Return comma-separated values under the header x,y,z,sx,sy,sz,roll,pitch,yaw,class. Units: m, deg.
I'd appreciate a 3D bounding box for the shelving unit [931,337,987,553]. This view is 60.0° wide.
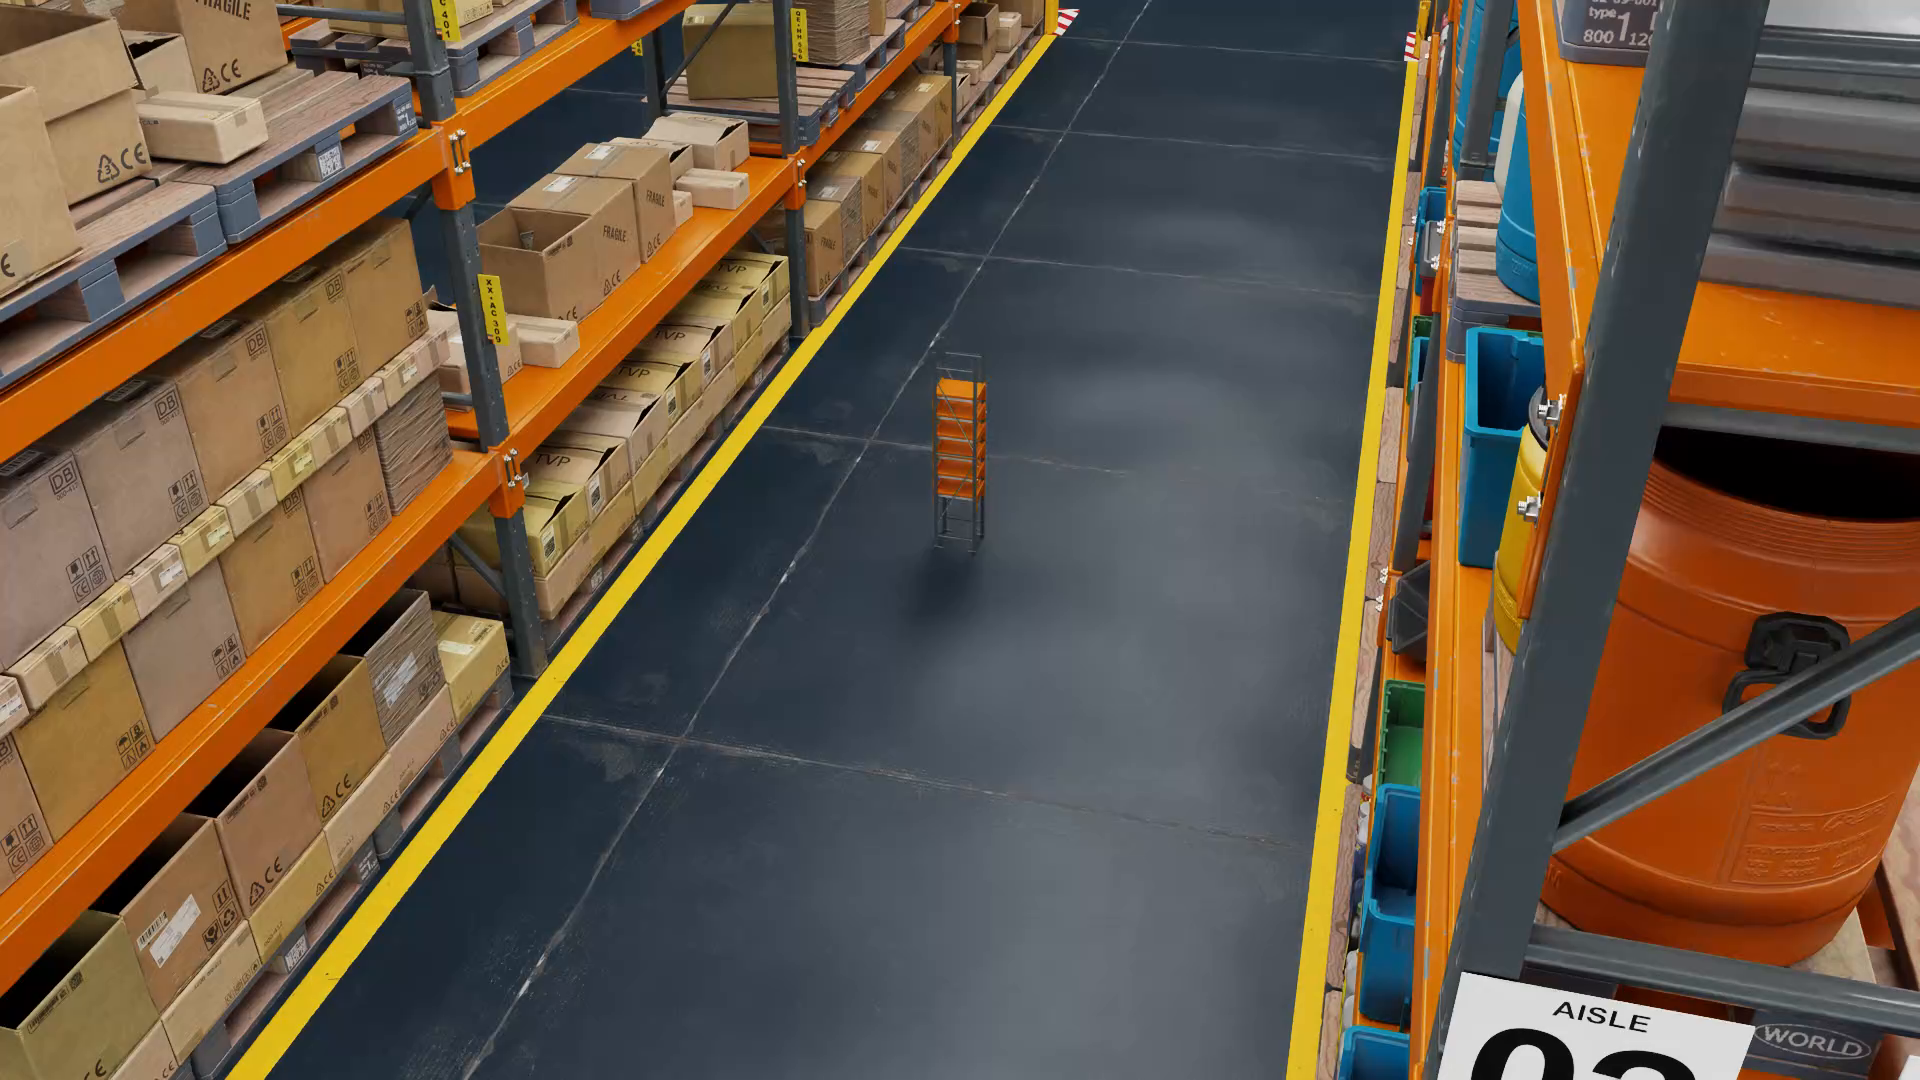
x,y,z,sx,sy,sz,roll,pitch,yaw,class
-0.004,-0.499,8.986,0.258,1.200,0.189,8,33,12,shelving unit

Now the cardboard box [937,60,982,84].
x,y,z,sx,sy,sz,roll,pitch,yaw,class
-0.002,-4.451,15.756,0.380,0.166,0.250,8,33,12,cardboard box

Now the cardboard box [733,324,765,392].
x,y,z,sx,sy,sz,roll,pitch,yaw,class
-1.568,-1.189,10.566,0.500,0.250,0.500,8,33,12,cardboard box

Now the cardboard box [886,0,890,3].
x,y,z,sx,sy,sz,roll,pitch,yaw,class
-0.978,-4.461,13.056,0.700,0.500,0.500,13,35,20,cardboard box

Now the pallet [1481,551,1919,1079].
x,y,z,sx,sy,sz,roll,pitch,yaw,class
1.522,0.479,3.150,1.003,0.211,1.213,8,33,12,pallet

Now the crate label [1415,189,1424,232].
x,y,z,sx,sy,sz,roll,pitch,yaw,class
2.778,-1.832,9.562,0.303,0.233,0.416,8,33,12,crate label

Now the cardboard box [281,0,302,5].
x,y,z,sx,sy,sz,roll,pitch,yaw,class
-5.571,-4.612,13.389,0.500,0.500,0.500,9,34,14,cardboard box

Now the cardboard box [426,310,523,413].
x,y,z,sx,sy,sz,roll,pitch,yaw,class
-2.475,-0.869,8.031,0.500,0.250,0.500,10,34,15,cardboard box

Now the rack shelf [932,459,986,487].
x,y,z,sx,sy,sz,roll,pitch,yaw,class
-0.004,-0.360,9.074,0.258,0.103,0.180,8,33,12,rack shelf

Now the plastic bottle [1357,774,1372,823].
x,y,z,sx,sy,sz,roll,pitch,yaw,class
1.727,1.077,6.963,0.097,0.271,0.097,0,32,0,plastic bottle

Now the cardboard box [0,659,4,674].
x,y,z,sx,sy,sz,roll,pitch,yaw,class
-3.301,0.274,4.791,0.700,0.500,0.500,7,33,11,cardboard box

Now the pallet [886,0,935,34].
x,y,z,sx,sy,sz,roll,pitch,yaw,class
-0.836,-4.341,13.532,1.003,0.211,1.213,8,33,12,pallet

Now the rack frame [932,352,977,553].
x,y,z,sx,sy,sz,roll,pitch,yaw,class
-0.027,-0.451,8.911,0.240,1.200,0.006,8,33,12,rack frame

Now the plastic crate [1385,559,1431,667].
x,y,z,sx,sy,sz,roll,pitch,yaw,class
1.976,0.286,6.132,0.767,0.338,0.504,8,33,12,plastic crate

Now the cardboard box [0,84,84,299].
x,y,z,sx,sy,sz,roll,pitch,yaw,class
-2.887,-0.964,4.629,0.500,0.500,0.500,8,33,12,cardboard box

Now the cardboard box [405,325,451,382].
x,y,z,sx,sy,sz,roll,pitch,yaw,class
-2.420,-0.817,7.110,0.380,0.149,0.250,8,33,12,cardboard box

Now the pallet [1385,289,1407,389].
x,y,z,sx,sy,sz,roll,pitch,yaw,class
3.407,-1.308,11.181,1.003,0.211,1.213,8,33,12,pallet

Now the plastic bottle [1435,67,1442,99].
x,y,z,sx,sy,sz,roll,pitch,yaw,class
3.427,-3.246,11.750,0.097,0.271,0.097,0,32,0,plastic bottle

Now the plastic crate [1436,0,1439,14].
x,y,z,sx,sy,sz,roll,pitch,yaw,class
4.051,-4.453,13.488,0.392,0.384,0.575,8,33,12,plastic crate

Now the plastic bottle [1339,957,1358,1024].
x,y,z,sx,sy,sz,roll,pitch,yaw,class
1.470,1.619,6.037,0.144,0.351,0.185,8,33,12,plastic bottle

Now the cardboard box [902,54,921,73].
x,y,z,sx,sy,sz,roll,pitch,yaw,class
-0.658,-4.287,15.188,0.500,0.500,0.500,8,33,12,cardboard box

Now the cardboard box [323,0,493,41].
x,y,z,sx,sy,sz,roll,pitch,yaw,class
-2.392,-2.369,7.203,0.500,0.250,0.500,11,34,17,cardboard box

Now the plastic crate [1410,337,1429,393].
x,y,z,sx,sy,sz,roll,pitch,yaw,class
2.211,-0.603,7.487,0.392,0.384,0.575,8,33,12,plastic crate

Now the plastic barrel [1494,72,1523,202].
x,y,z,sx,sy,sz,roll,pitch,yaw,class
1.933,-1.288,5.258,0.421,0.512,0.421,0,32,0,plastic barrel

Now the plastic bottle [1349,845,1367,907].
x,y,z,sx,sy,sz,roll,pitch,yaw,class
1.626,1.300,6.538,0.144,0.351,0.185,9,34,14,plastic bottle

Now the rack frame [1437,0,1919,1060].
x,y,z,sx,sy,sz,roll,pitch,yaw,class
1.217,-0.451,1.641,1.000,3.000,0.127,8,33,12,rack frame

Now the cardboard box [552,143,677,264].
x,y,z,sx,sy,sz,roll,pitch,yaw,class
-1.953,-1.916,9.444,0.500,0.500,0.500,6,33,10,cardboard box

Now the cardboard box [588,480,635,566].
x,y,z,sx,sy,sz,roll,pitch,yaw,class
-2.085,-0.128,8.897,0.500,0.250,0.500,9,33,14,cardboard box

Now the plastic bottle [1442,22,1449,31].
x,y,z,sx,sy,sz,roll,pitch,yaw,class
3.687,-3.777,12.586,0.097,0.271,0.097,0,32,0,plastic bottle

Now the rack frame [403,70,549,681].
x,y,z,sx,sy,sz,roll,pitch,yaw,class
-2.558,-0.671,7.579,1.000,3.000,0.127,8,33,12,rack frame

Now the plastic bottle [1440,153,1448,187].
x,y,z,sx,sy,sz,roll,pitch,yaw,class
2.984,-2.312,10.346,0.097,0.201,0.097,0,32,0,plastic bottle

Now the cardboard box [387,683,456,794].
x,y,z,sx,sy,sz,roll,pitch,yaw,class
-2.601,0.841,7.373,0.500,0.250,0.500,8,33,12,cardboard box

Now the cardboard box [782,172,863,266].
x,y,z,sx,sy,sz,roll,pitch,yaw,class
-1.024,-2.347,12.136,0.500,0.500,0.500,7,33,11,cardboard box

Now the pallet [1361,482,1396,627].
x,y,z,sx,sy,sz,roll,pitch,yaw,class
2.702,0.134,8.912,1.003,0.211,1.213,8,33,12,pallet

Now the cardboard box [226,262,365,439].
x,y,z,sx,sy,sz,roll,pitch,yaw,class
-2.792,-0.767,6.428,0.700,0.500,0.500,8,33,12,cardboard box

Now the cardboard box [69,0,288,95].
x,y,z,sx,sy,sz,roll,pitch,yaw,class
-2.941,-1.990,6.243,0.500,0.500,0.500,11,34,16,cardboard box

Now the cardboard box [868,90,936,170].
x,y,z,sx,sy,sz,roll,pitch,yaw,class
-0.509,-3.403,13.796,0.500,0.500,0.500,8,33,13,cardboard box

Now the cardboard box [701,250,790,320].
x,y,z,sx,sy,sz,roll,pitch,yaw,class
-1.438,-1.695,10.839,0.500,0.311,0.500,9,34,14,cardboard box

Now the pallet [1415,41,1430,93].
x,y,z,sx,sy,sz,roll,pitch,yaw,class
5.031,-4.622,16.394,1.003,0.211,1.213,8,33,12,pallet

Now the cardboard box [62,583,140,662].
x,y,z,sx,sy,sz,roll,pitch,yaw,class
-2.940,0.246,5.439,0.380,0.149,0.250,8,33,12,cardboard box

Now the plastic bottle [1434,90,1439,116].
x,y,z,sx,sy,sz,roll,pitch,yaw,class
3.308,-2.987,11.269,0.144,0.351,0.185,8,33,12,plastic bottle

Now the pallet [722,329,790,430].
x,y,z,sx,sy,sz,roll,pitch,yaw,class
-1.790,-1.148,10.929,1.003,0.211,1.213,8,33,12,pallet

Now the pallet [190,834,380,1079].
x,y,z,sx,sy,sz,roll,pitch,yaw,class
-3.108,1.548,6.688,1.003,0.211,1.213,8,33,12,pallet

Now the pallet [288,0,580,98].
x,y,z,sx,sy,sz,roll,pitch,yaw,class
-2.347,-2.315,7.549,0.805,0.209,1.217,7,33,10,pallet

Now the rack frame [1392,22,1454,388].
x,y,z,sx,sy,sz,roll,pitch,yaw,class
3.247,-2.070,9.780,1.000,3.000,0.127,8,33,12,rack frame

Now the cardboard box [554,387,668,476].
x,y,z,sx,sy,sz,roll,pitch,yaw,class
-1.950,-0.633,9.168,0.500,0.311,0.500,7,33,11,cardboard box

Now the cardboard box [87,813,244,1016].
x,y,z,sx,sy,sz,roll,pitch,yaw,class
-2.982,1.303,5.947,0.500,0.500,0.500,8,33,12,cardboard box

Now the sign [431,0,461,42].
x,y,z,sx,sy,sz,roll,pitch,yaw,class
-2.021,-2.114,6.497,0.100,0.325,0.005,8,33,12,sign

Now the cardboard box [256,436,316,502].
x,y,z,sx,sy,sz,roll,pitch,yaw,class
-2.680,-0.289,6.280,0.380,0.149,0.250,8,33,12,cardboard box

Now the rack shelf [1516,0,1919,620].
x,y,z,sx,sy,sz,roll,pitch,yaw,class
1.725,-1.016,3.574,1.077,0.370,4.000,8,33,12,rack shelf

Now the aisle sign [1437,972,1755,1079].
x,y,z,sx,sy,sz,roll,pitch,yaw,class
0.912,0.981,2.558,0.394,0.787,0.004,8,33,12,aisle sign

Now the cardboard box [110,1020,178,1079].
x,y,z,sx,sy,sz,roll,pitch,yaw,class
-3.099,1.880,5.738,0.500,0.250,0.500,8,33,12,cardboard box

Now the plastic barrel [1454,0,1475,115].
x,y,z,sx,sy,sz,roll,pitch,yaw,class
2.317,-2.105,6.572,0.600,0.901,0.600,0,32,0,plastic barrel

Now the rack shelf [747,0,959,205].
x,y,z,sx,sy,sz,roll,pitch,yaw,class
-1.035,-3.481,12.670,1.077,0.370,4.000,8,33,12,rack shelf

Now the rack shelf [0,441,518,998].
x,y,z,sx,sy,sz,roll,pitch,yaw,class
-3.066,0.671,6.140,1.077,0.370,4.000,8,33,12,rack shelf

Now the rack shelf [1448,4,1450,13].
x,y,z,sx,sy,sz,roll,pitch,yaw,class
3.755,-4.070,10.801,1.077,0.370,4.000,8,33,12,rack shelf

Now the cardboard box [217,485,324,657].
x,y,z,sx,sy,sz,roll,pitch,yaw,class
-2.923,0.052,6.348,0.700,0.500,0.500,9,33,13,cardboard box
